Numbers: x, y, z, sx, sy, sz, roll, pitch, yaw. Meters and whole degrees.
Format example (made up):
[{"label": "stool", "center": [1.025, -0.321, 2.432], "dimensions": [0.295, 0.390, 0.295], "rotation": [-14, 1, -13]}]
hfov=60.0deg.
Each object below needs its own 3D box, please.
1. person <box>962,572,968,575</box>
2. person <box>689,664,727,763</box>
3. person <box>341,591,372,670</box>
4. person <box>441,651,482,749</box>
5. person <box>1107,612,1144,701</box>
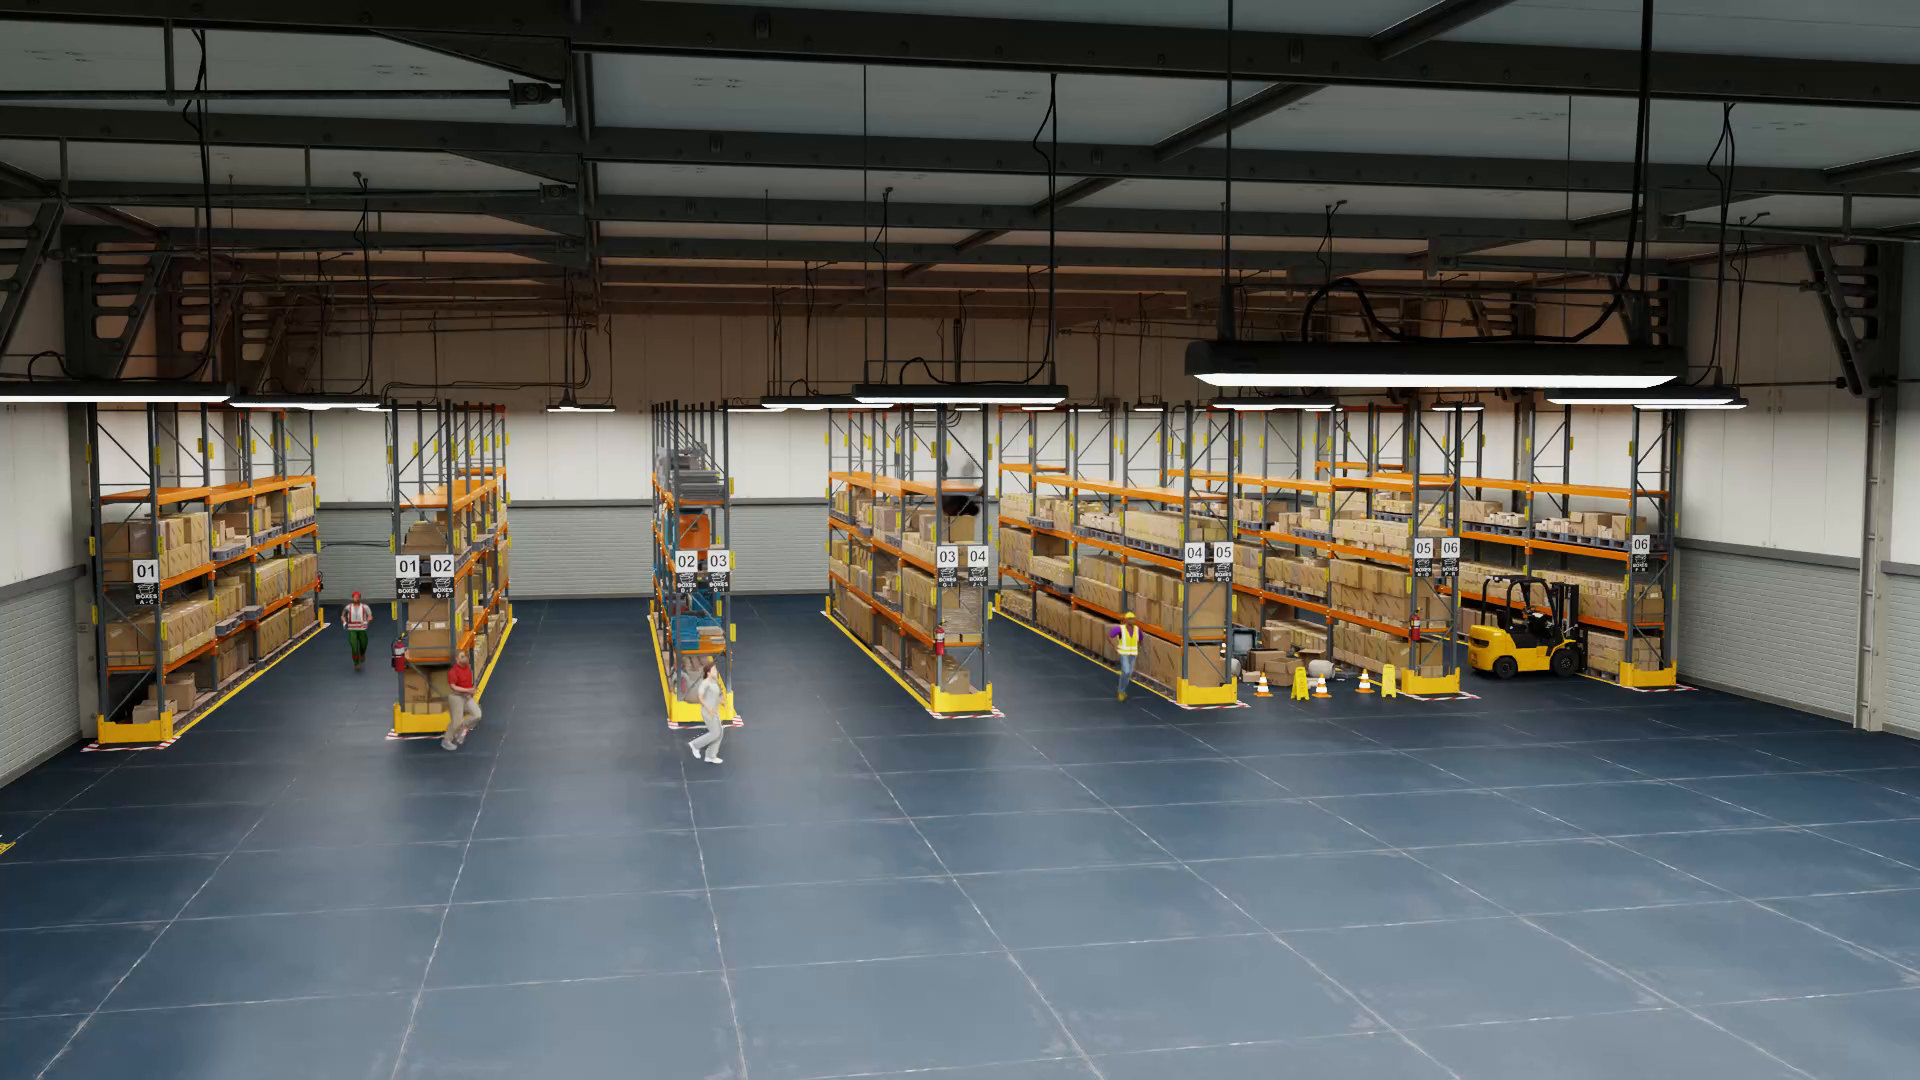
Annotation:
[{"label": "person", "center": [0.181, 1.374, 46.987], "dimensions": [0.517, 1.567, 0.664], "rotation": [-1, 4, -11]}, {"label": "person", "center": [-4.158, 2.846, 27.409], "dimensions": [0.565, 1.642, 0.582], "rotation": [1, 4, 13]}, {"label": "person", "center": [-13.602, 2.026, 37.500], "dimensions": [0.661, 1.746, 0.767], "rotation": [-2, 5, -20]}, {"label": "person", "center": [-8.514, 2.730, 28.484], "dimensions": [0.767, 1.684, 0.690], "rotation": [1, 5, 19]}, {"label": "person", "center": [3.384, 2.344, 33.481], "dimensions": [0.699, 1.800, 0.728], "rotation": [-2, 5, -21]}]
